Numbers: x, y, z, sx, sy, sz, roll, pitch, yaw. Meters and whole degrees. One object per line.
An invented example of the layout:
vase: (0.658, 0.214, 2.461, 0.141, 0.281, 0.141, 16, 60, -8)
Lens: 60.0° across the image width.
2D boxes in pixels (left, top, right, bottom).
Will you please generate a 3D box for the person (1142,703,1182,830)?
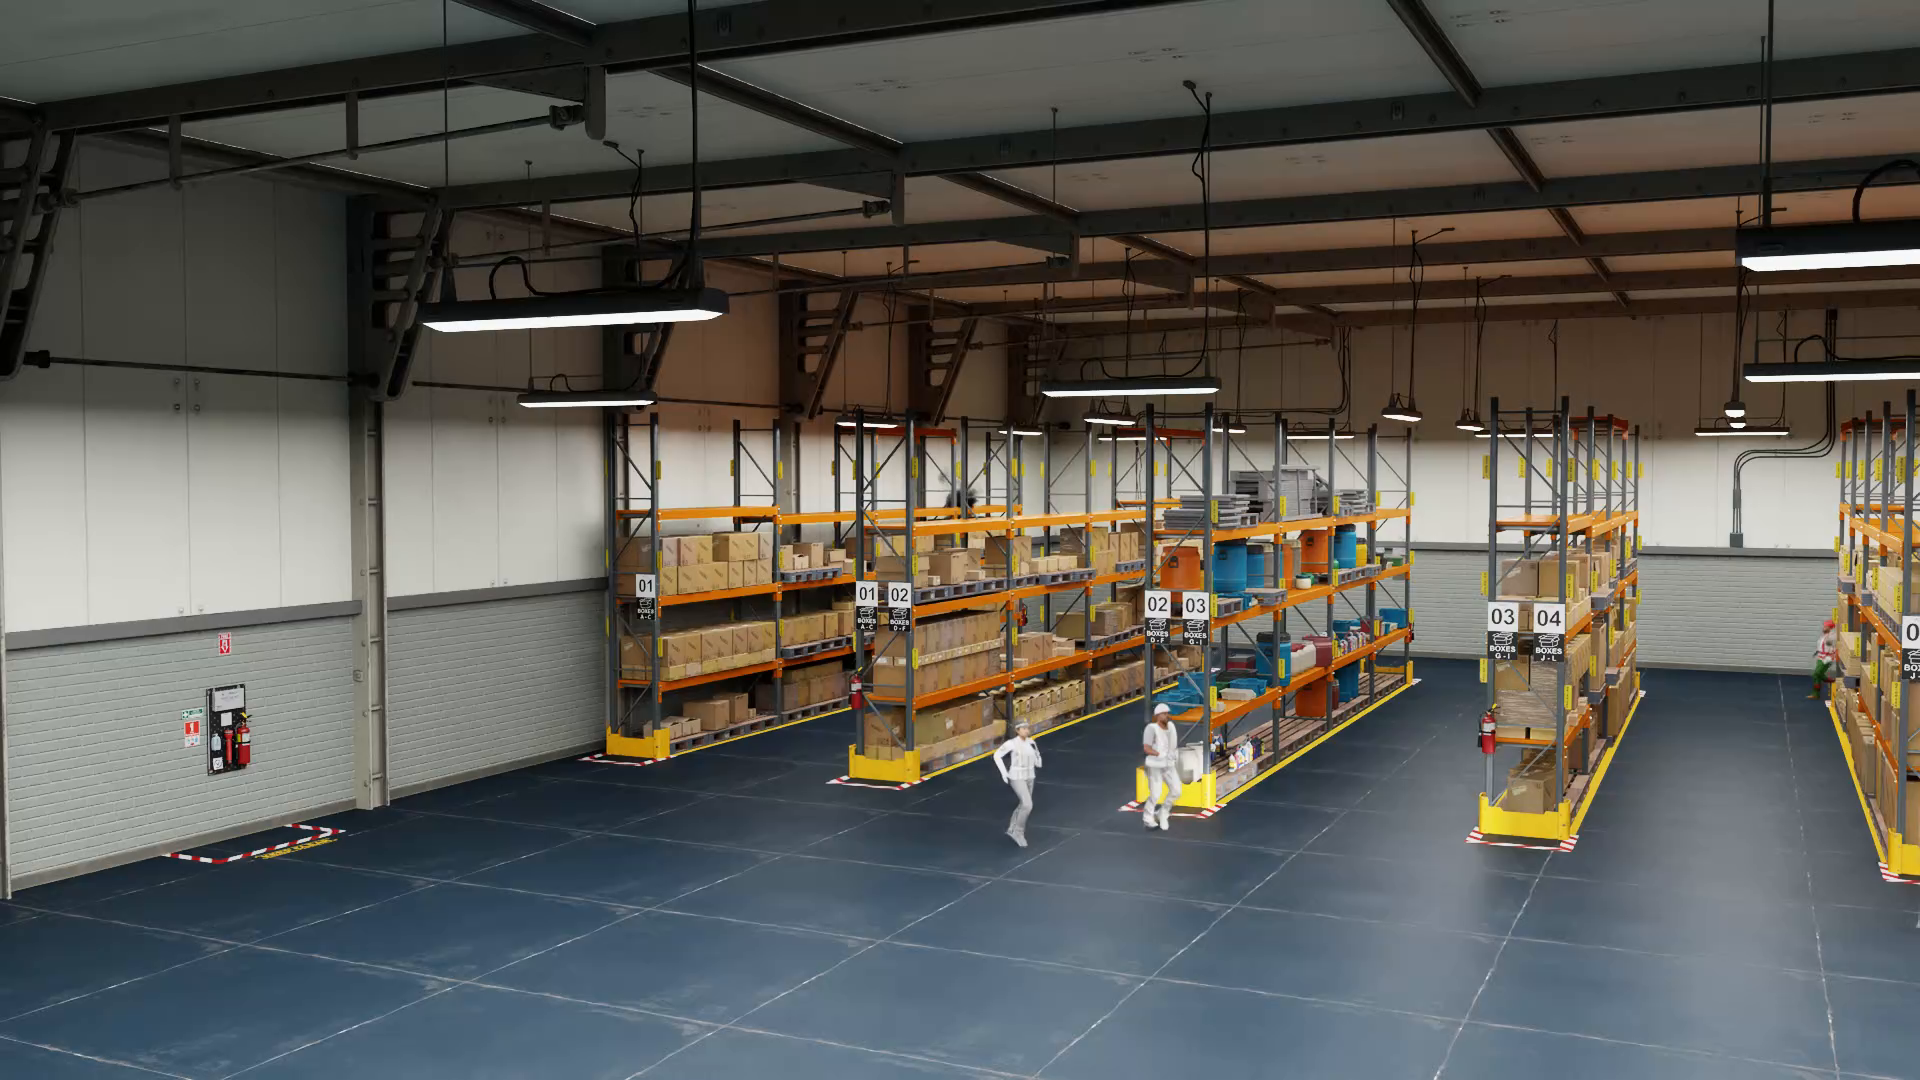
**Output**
person: (2.842, 3.157, 23.055, 0.713, 1.785, 0.697, -1, 3, -30)

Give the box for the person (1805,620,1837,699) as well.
person: (18.869, 2.610, 36.144, 0.780, 1.737, 0.728, 0, 2, 5)

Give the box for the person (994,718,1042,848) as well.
person: (0.832, 3.225, 22.173, 0.580, 1.726, 0.708, -2, 3, -40)
